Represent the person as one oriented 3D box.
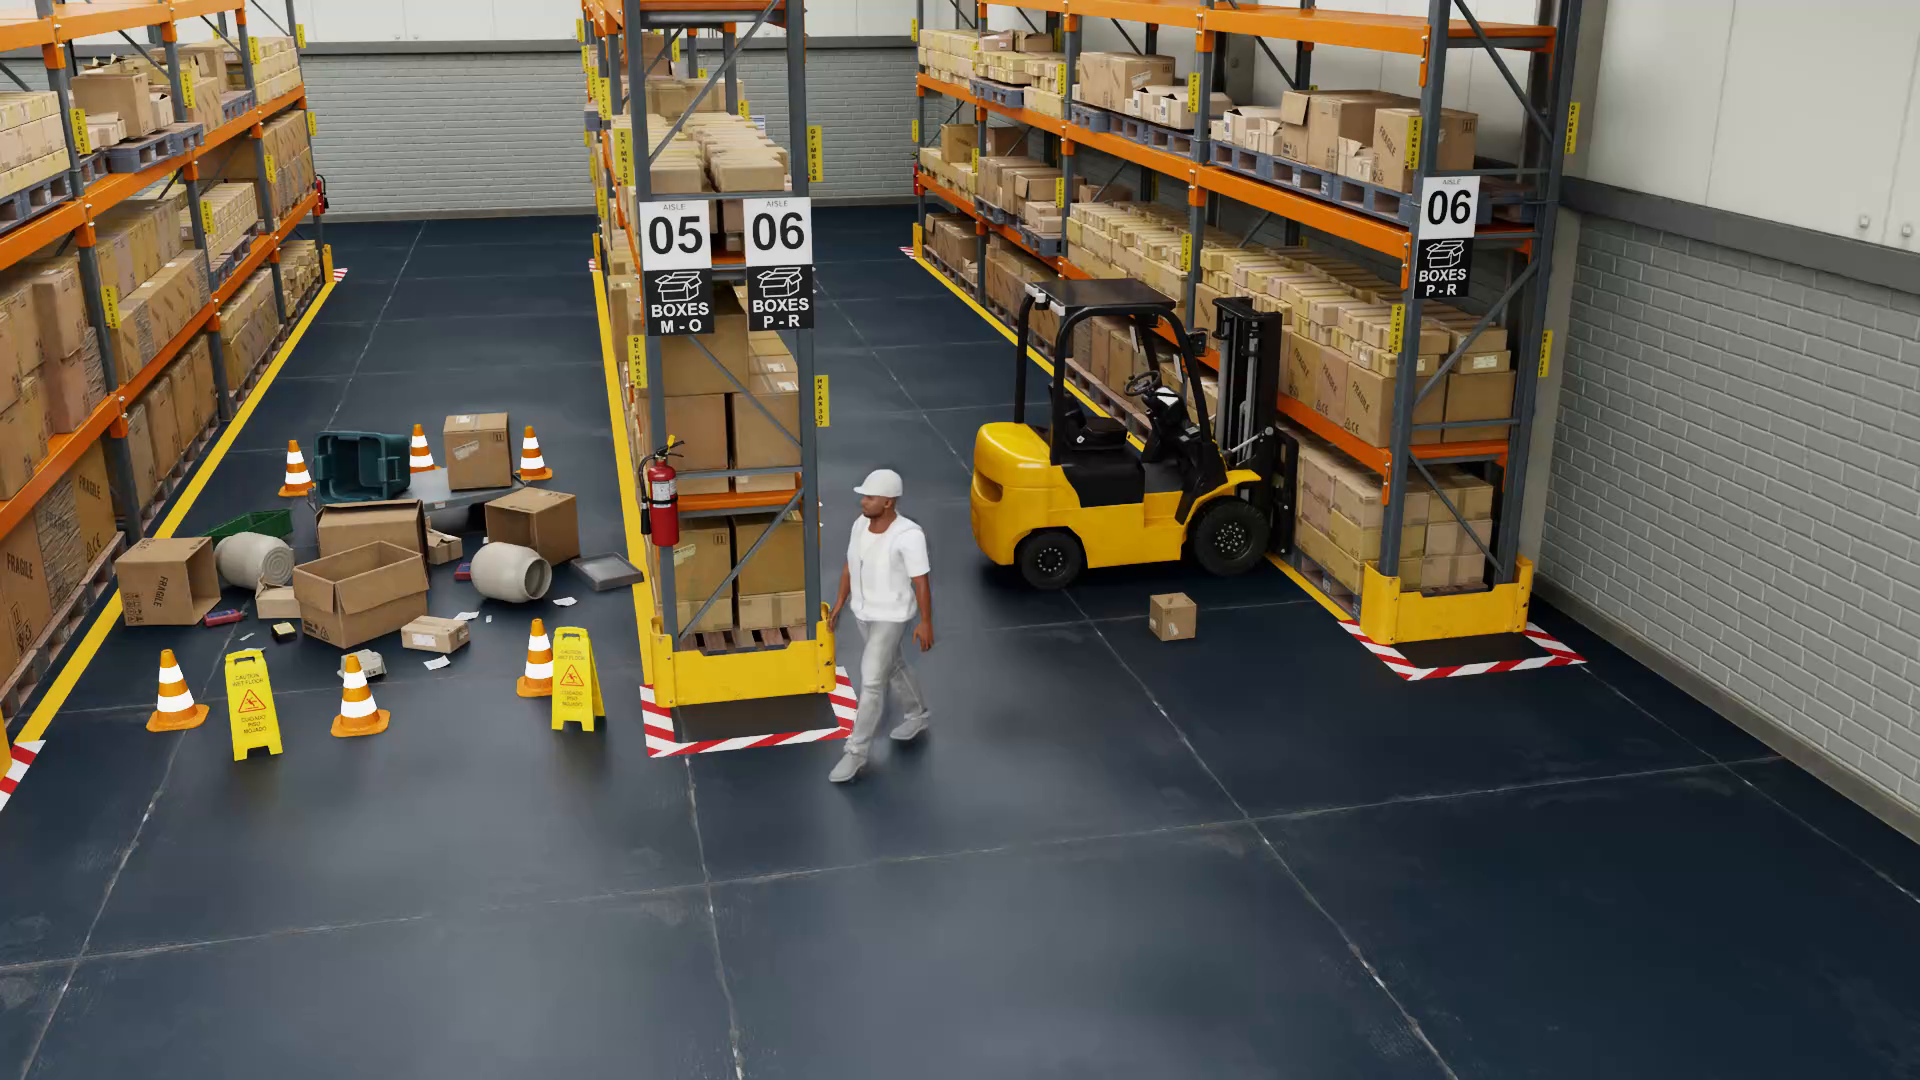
[{"bbox_3d":[-0.528,0.441,9.734,0.909,1.728,0.615,-16,25,-37],"label":"person"}]
